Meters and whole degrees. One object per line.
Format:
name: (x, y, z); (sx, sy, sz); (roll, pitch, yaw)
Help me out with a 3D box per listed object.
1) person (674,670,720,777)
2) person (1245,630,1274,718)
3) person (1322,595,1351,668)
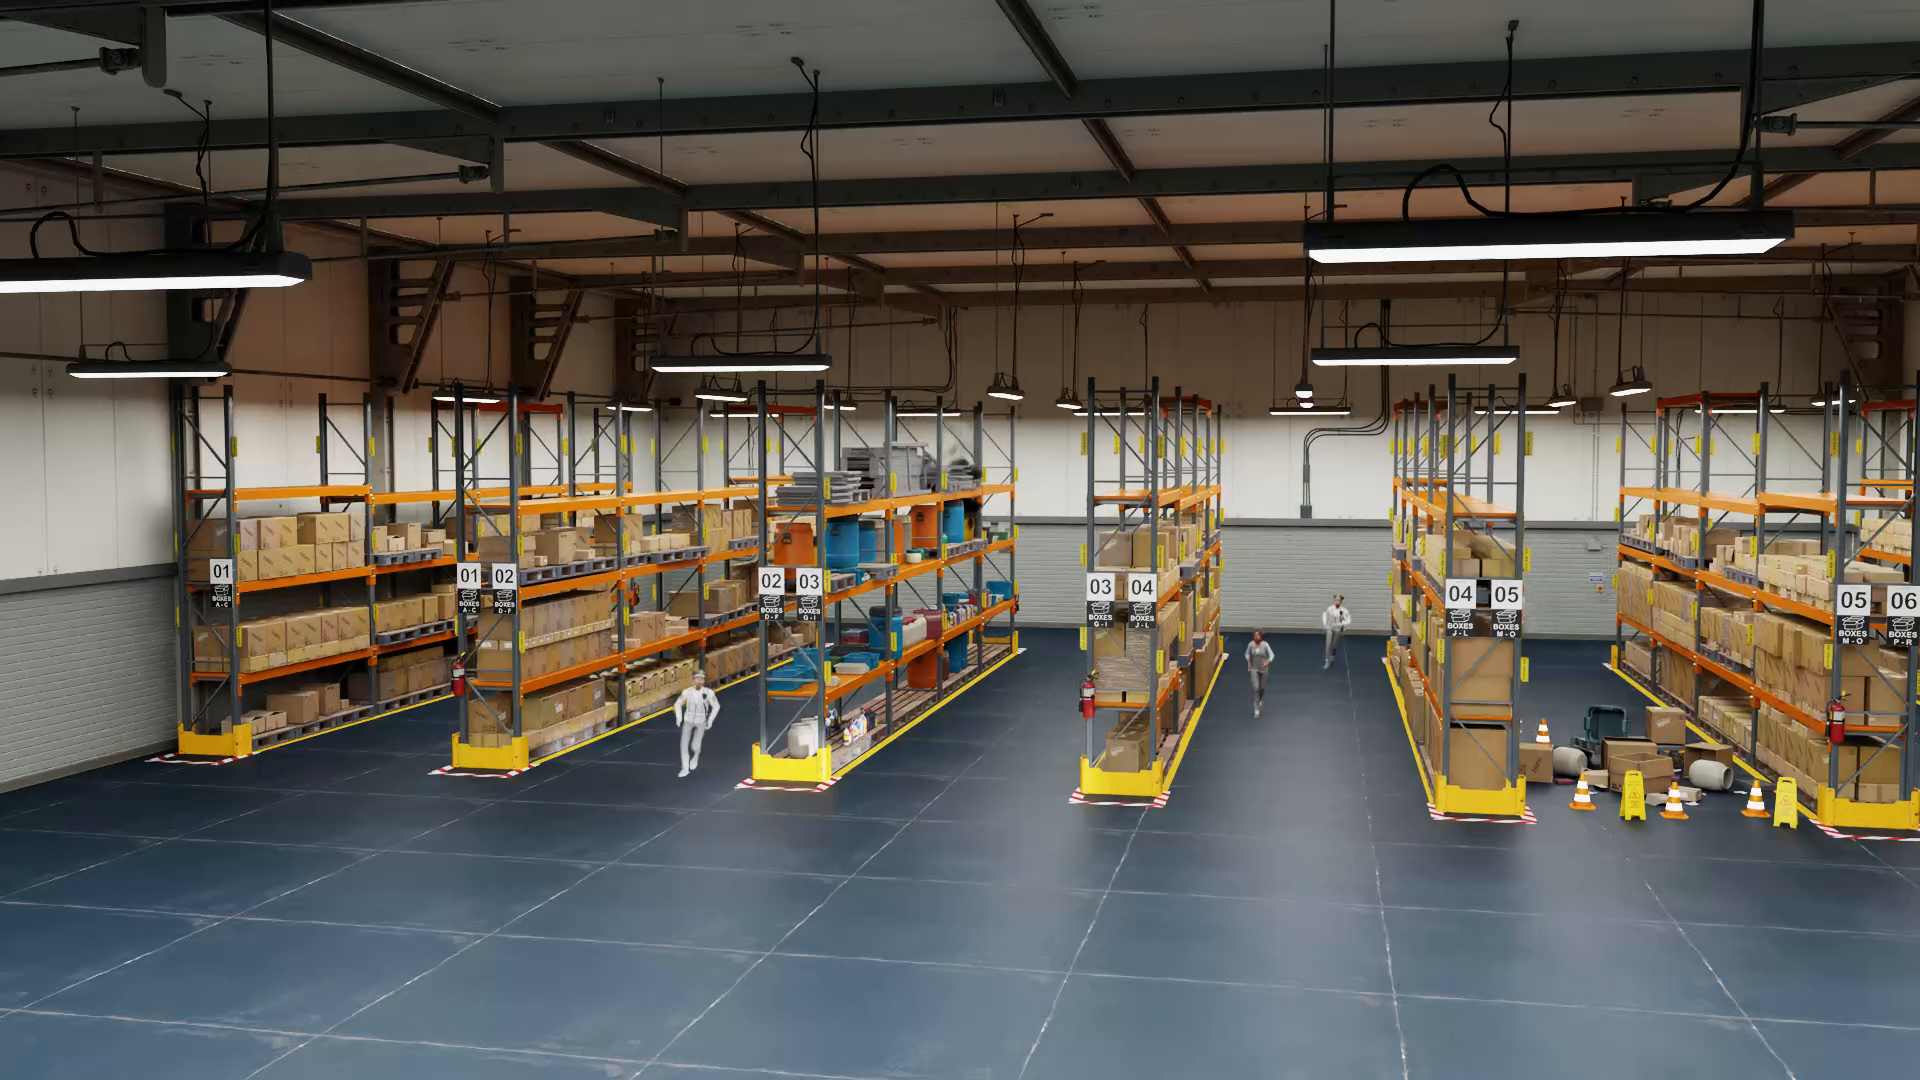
person: (-4.007, 2.778, 25.235); (0.674, 1.634, 0.495); (0, 3, 2)
person: (5.591, 2.480, 31.050); (0.532, 1.599, 0.758); (1, 3, 12)
person: (8.572, 2.067, 37.904); (0.659, 1.675, 0.800); (1, 3, 22)
